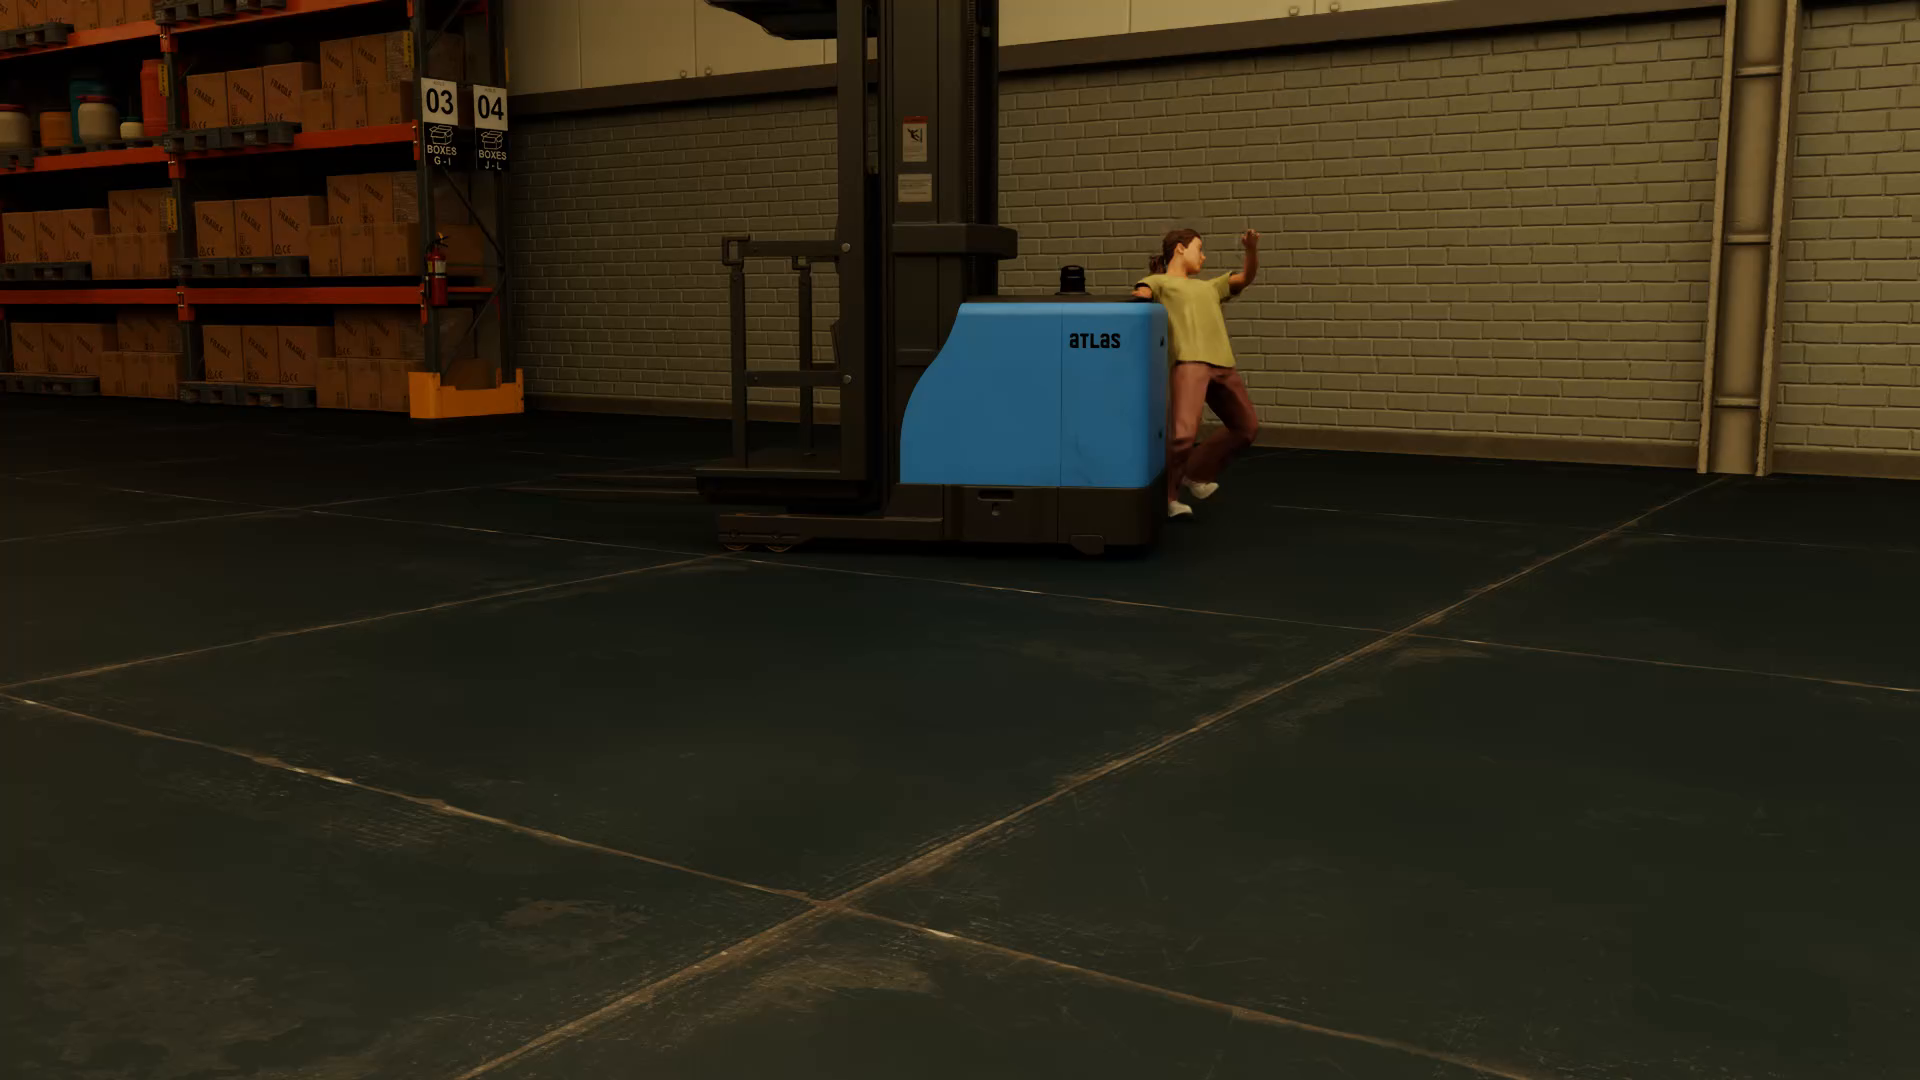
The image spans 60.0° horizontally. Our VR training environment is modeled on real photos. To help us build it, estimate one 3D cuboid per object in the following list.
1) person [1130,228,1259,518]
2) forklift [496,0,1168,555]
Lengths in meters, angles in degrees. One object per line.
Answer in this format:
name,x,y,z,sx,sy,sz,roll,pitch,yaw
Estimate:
person,1.090,-0.828,8.202,0.984,1.427,0.716,-8,11,-43
forklift,-0.596,-1.469,7.520,3.031,2.935,1.130,2,8,12
